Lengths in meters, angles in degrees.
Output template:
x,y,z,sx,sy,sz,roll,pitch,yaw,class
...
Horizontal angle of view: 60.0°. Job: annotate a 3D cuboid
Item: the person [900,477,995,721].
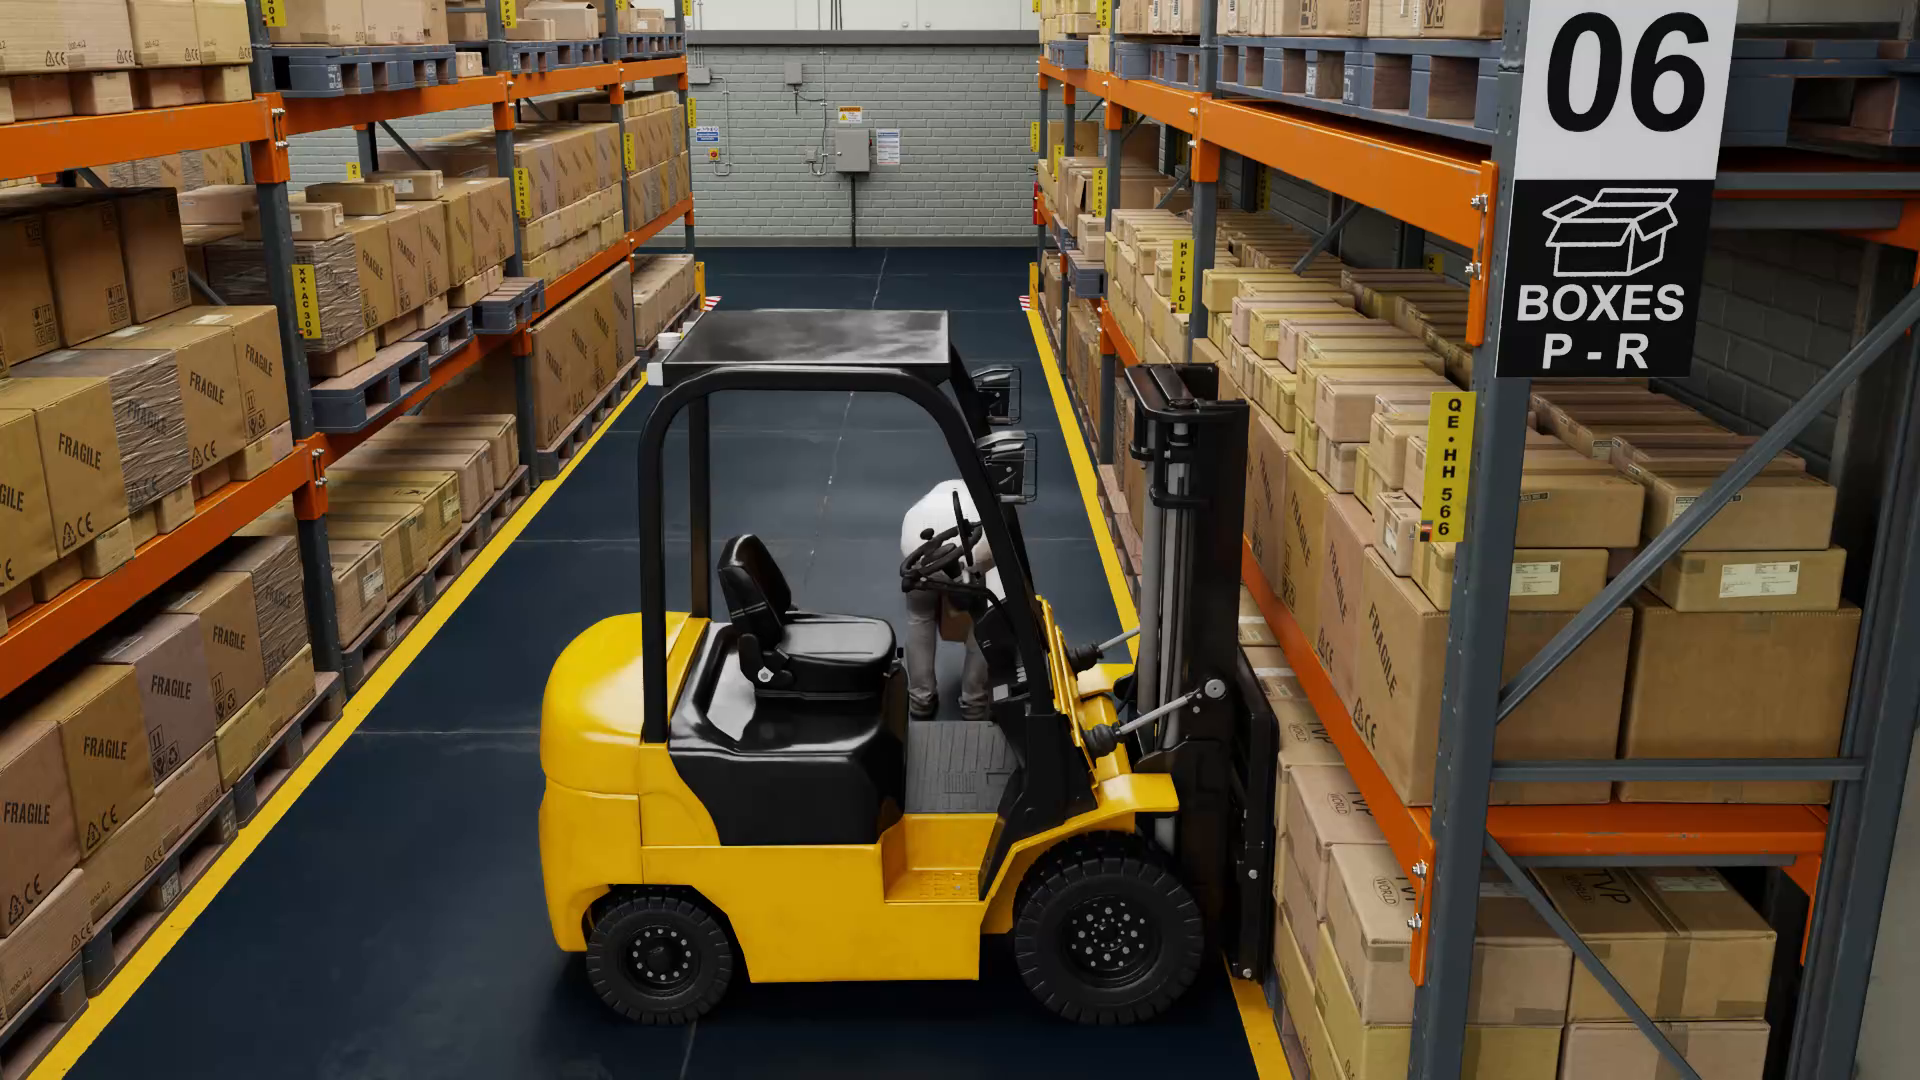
x,y,z,sx,sy,sz,roll,pitch,yaw,class
-0.007,0.229,7.947,0.485,1.064,0.982,3,17,10,person
